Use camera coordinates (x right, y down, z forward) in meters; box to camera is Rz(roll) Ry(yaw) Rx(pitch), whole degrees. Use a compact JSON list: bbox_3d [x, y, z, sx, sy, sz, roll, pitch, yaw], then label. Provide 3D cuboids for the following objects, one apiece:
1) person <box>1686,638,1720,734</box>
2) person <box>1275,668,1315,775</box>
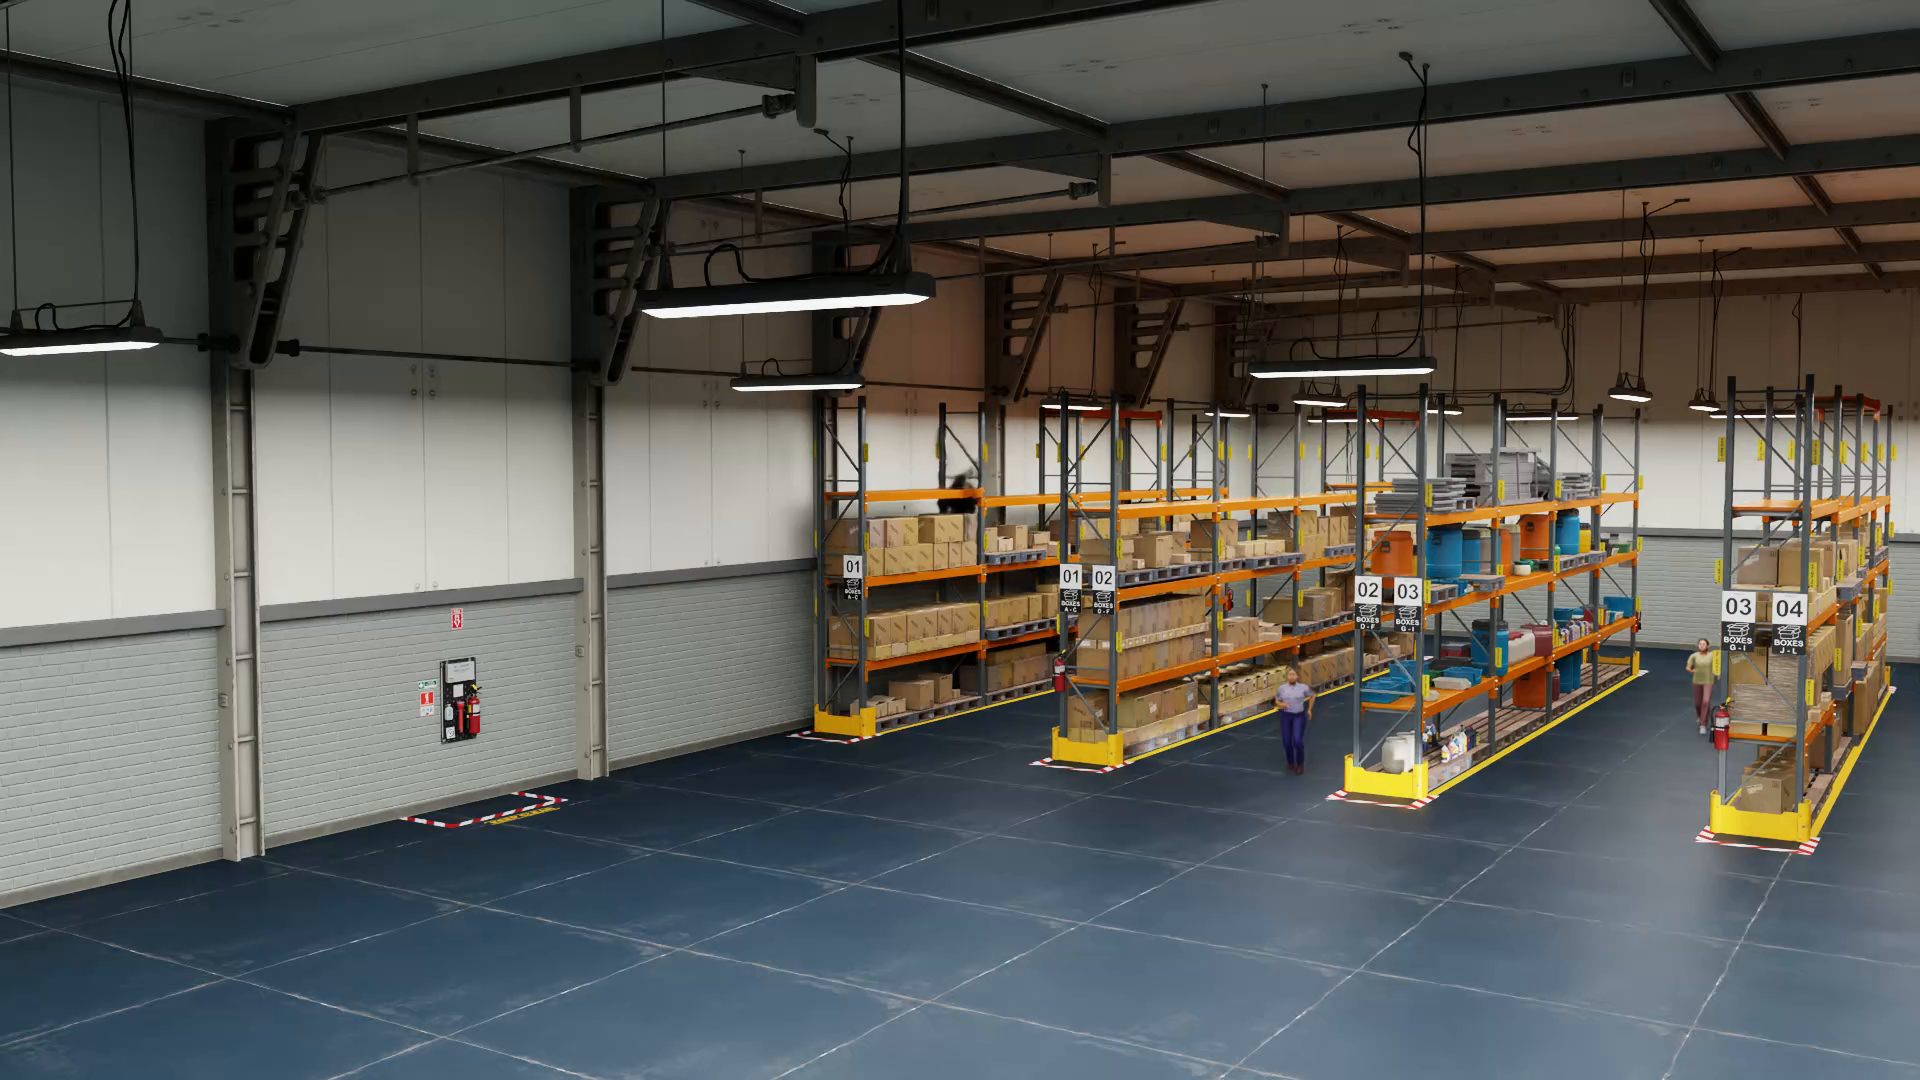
[{"bbox_3d":[13.361,2.604,29.895,0.587,1.623,1.013,2,3,29],"label":"person"},{"bbox_3d":[5.193,2.833,25.913,0.578,1.654,0.688,1,3,22],"label":"person"}]
